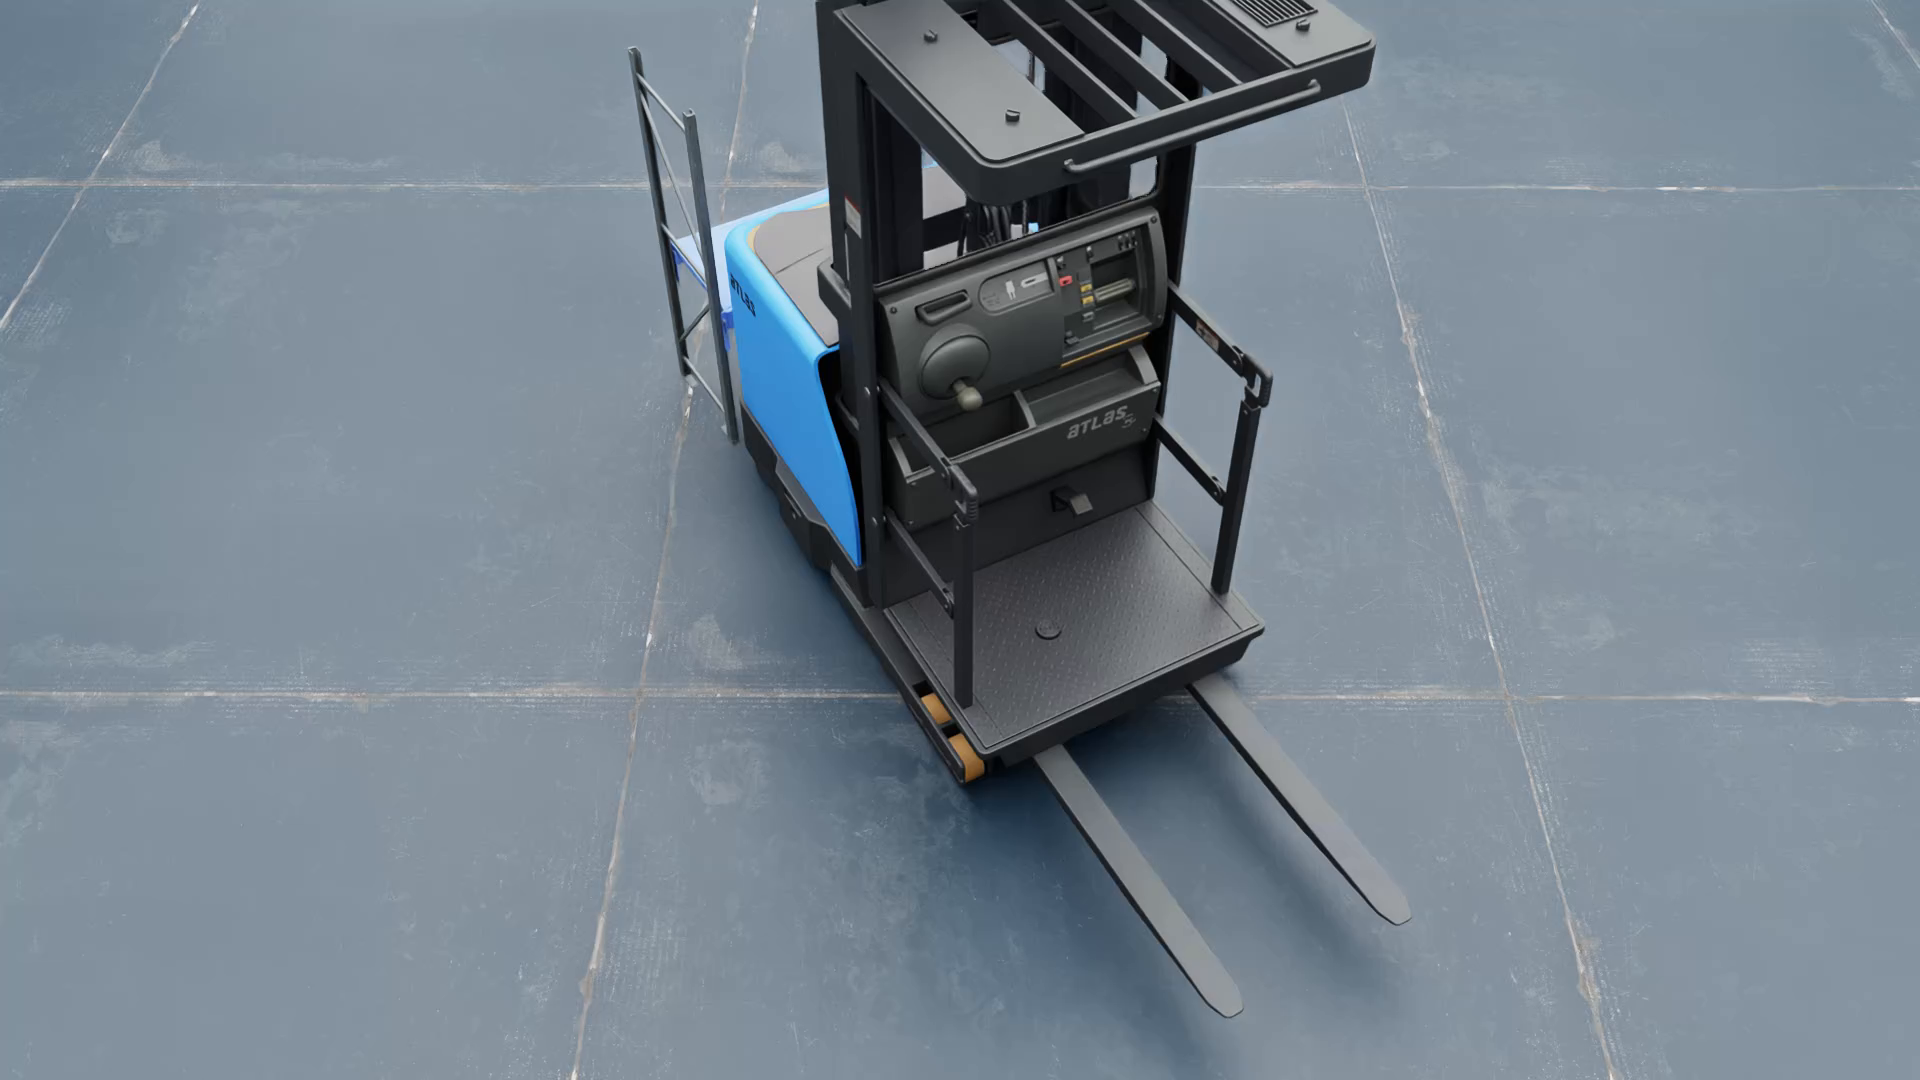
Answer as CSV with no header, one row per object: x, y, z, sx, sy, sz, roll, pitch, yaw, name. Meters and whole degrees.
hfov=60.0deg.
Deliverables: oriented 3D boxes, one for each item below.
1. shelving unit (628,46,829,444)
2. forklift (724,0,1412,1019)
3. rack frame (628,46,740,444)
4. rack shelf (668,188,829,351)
-0.582,-1.245,6.384,1.048,1.500,0.538,-24,51,-20,shelving unit
0.313,-0.584,4.791,1.130,2.935,3.031,-22,51,-19,forklift
-1.018,-1.053,6.206,0.032,1.500,0.500,-24,51,-20,rack frame
-0.582,-1.122,6.515,1.000,0.185,0.538,-24,51,-20,rack shelf
